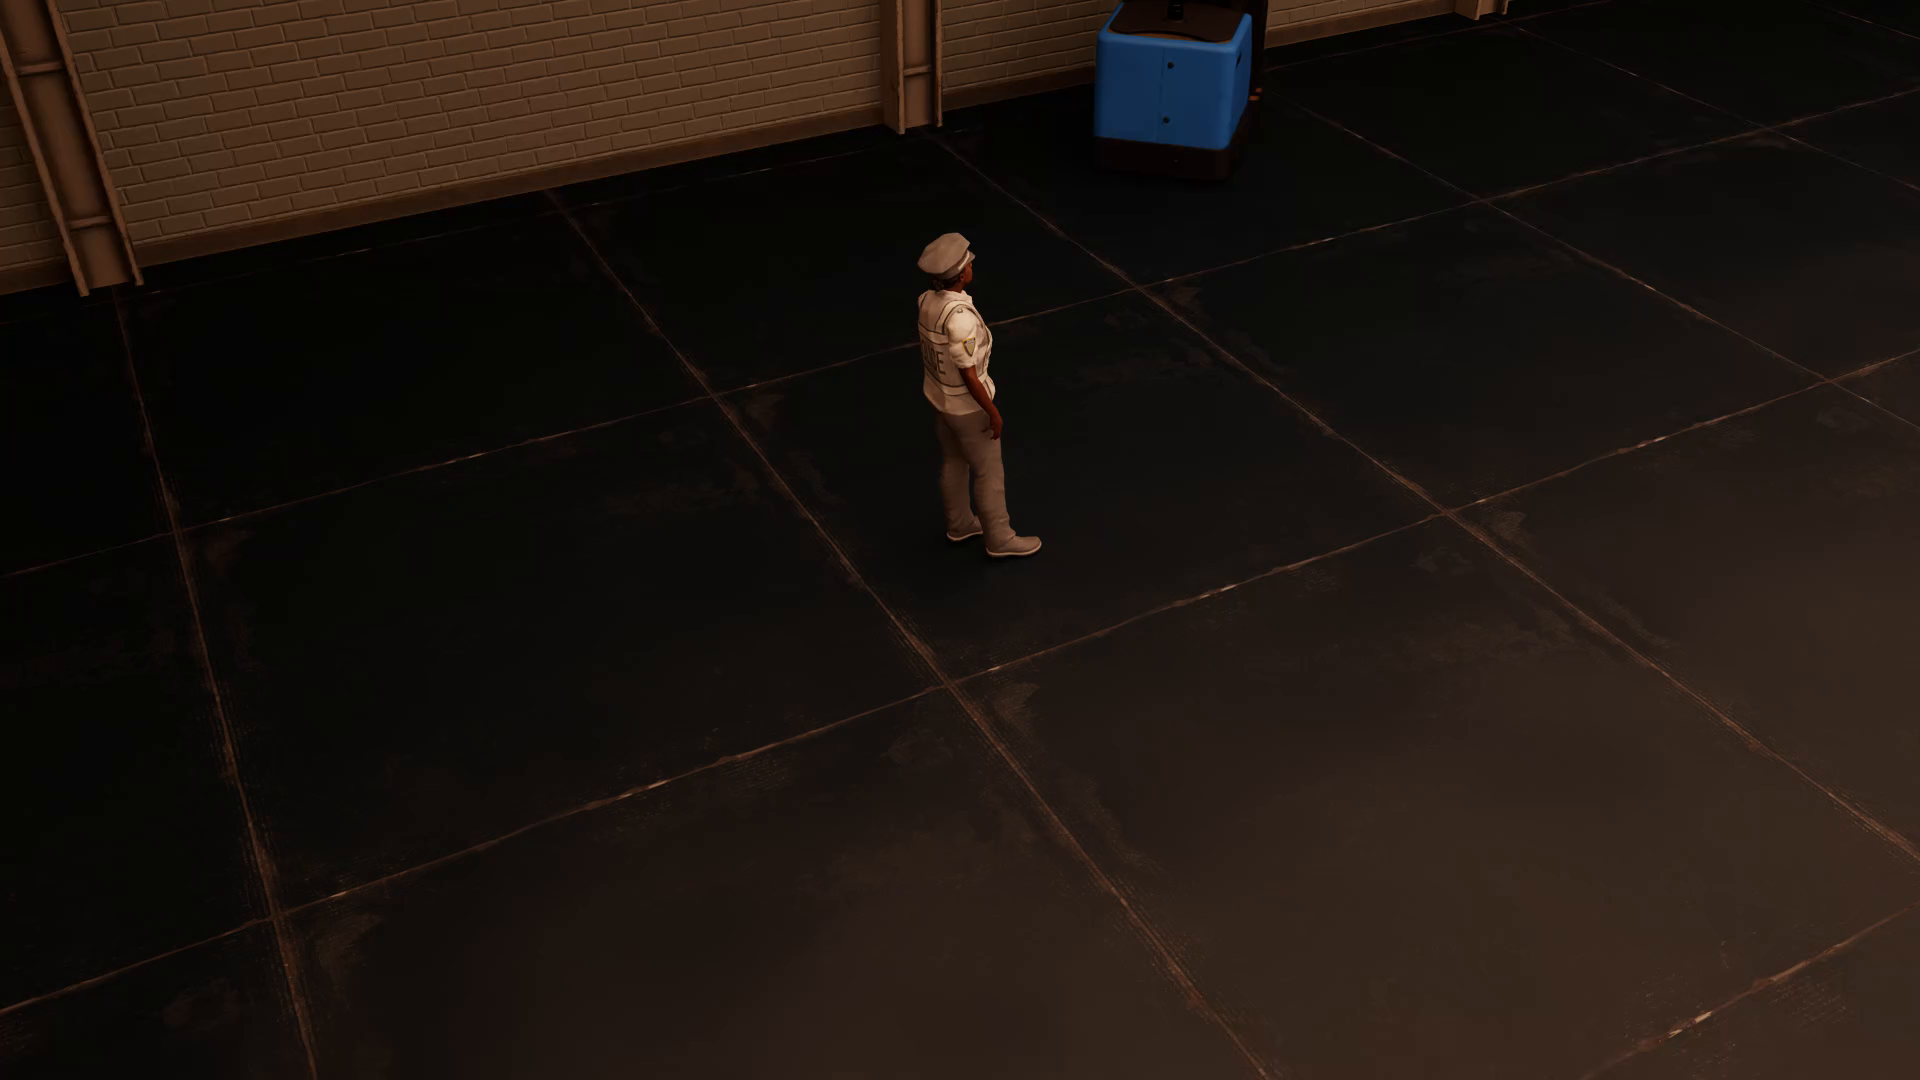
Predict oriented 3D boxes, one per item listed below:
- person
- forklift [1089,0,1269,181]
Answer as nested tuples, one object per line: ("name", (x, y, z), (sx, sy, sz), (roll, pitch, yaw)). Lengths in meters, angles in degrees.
("person", (0.075, -0.708, 8.183), (0.530, 1.694, 0.569), (-17, 39, -23))
("forklift", (1.882, -4.698, 12.770), (1.130, 2.935, 3.031), (10, 36, 13))
